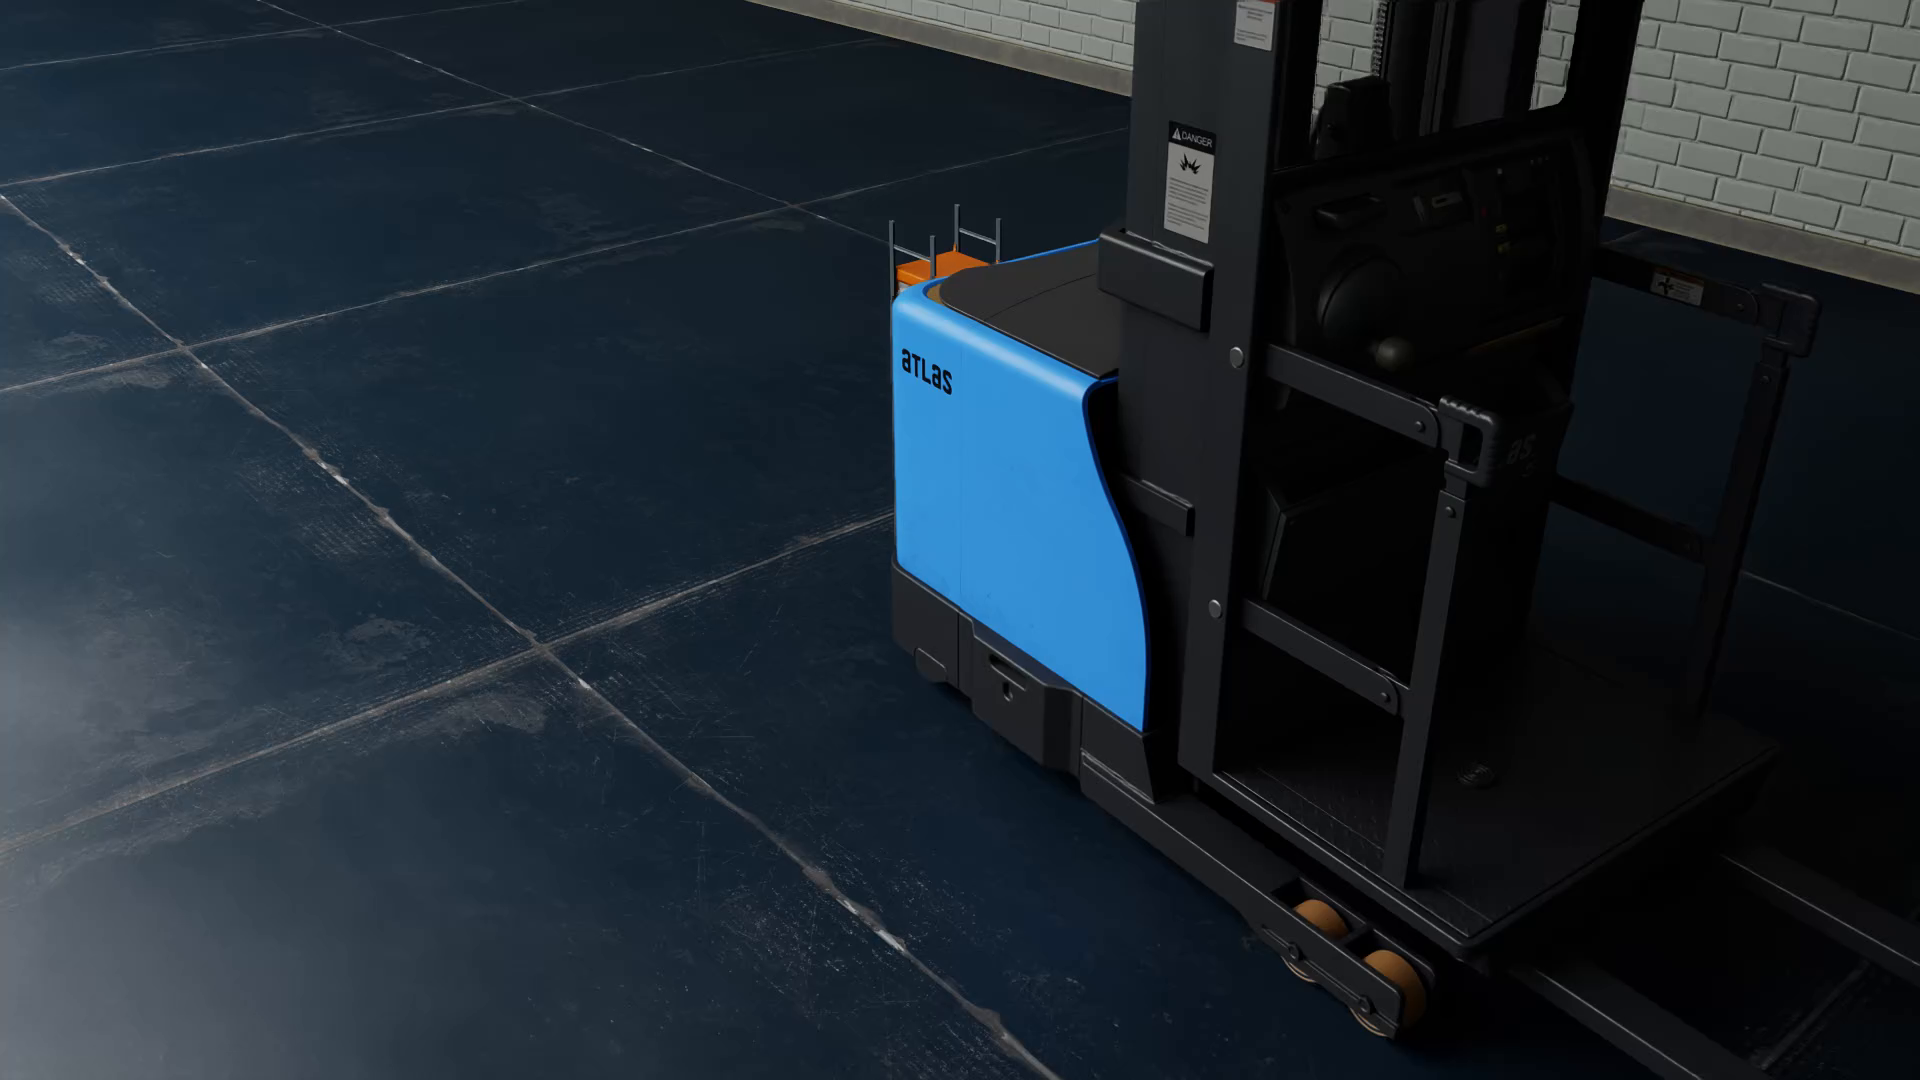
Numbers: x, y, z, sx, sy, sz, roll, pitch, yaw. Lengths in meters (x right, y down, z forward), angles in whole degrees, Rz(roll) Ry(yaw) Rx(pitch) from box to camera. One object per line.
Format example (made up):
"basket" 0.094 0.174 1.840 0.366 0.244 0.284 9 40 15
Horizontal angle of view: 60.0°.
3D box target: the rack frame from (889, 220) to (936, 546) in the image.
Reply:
"rack frame" -0.134 -0.409 4.902 0.008 1.050 0.200 -22 35 -35

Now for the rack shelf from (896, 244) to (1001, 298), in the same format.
"rack shelf" -0.041 -0.688 4.843 0.240 0.259 0.215 -22 35 -35

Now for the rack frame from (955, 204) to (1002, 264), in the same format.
"rack frame" 0.052 -0.484 5.042 0.008 1.050 0.200 -22 35 -35

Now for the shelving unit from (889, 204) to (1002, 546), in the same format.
"shelving unit" -0.041 -0.447 4.972 0.252 1.050 0.215 -22 35 -35

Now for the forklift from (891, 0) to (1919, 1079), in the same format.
"forklift" 1.094 -0.552 3.174 1.130 2.935 3.031 -19 34 -32
